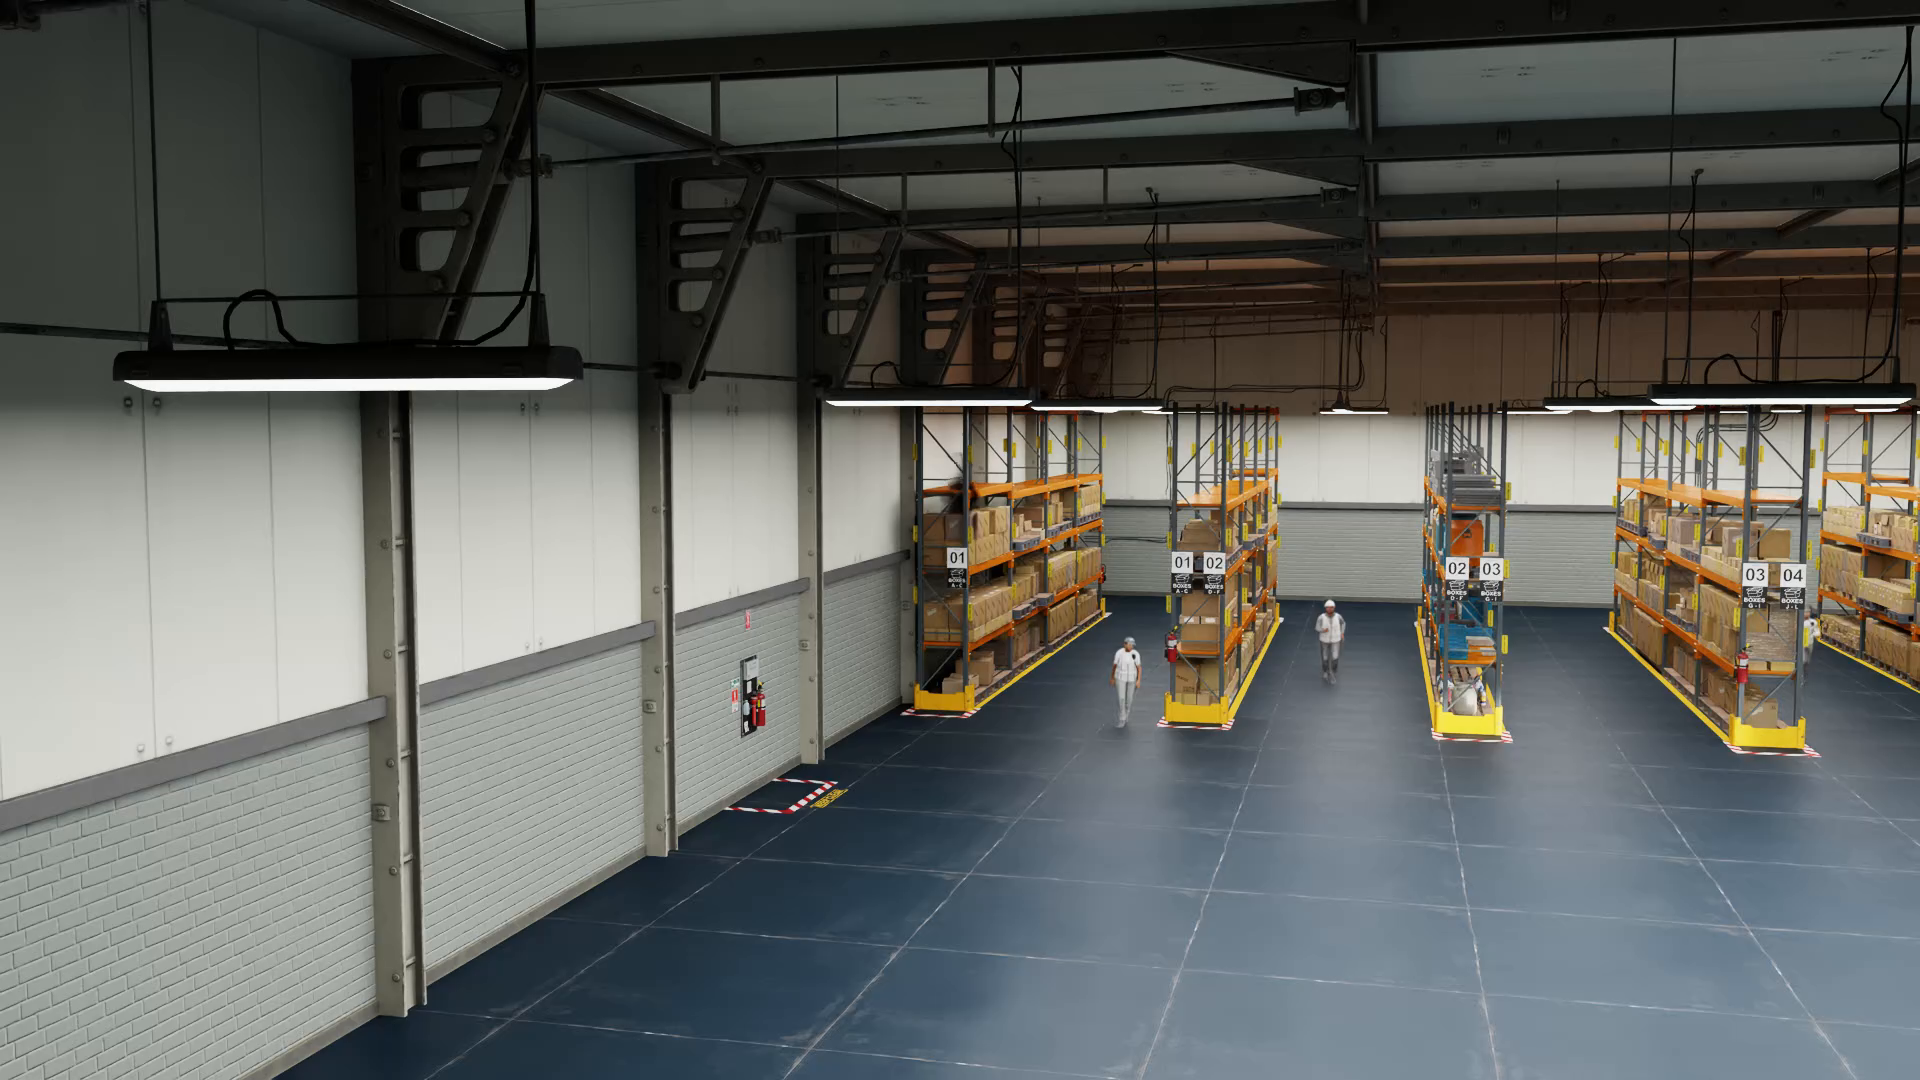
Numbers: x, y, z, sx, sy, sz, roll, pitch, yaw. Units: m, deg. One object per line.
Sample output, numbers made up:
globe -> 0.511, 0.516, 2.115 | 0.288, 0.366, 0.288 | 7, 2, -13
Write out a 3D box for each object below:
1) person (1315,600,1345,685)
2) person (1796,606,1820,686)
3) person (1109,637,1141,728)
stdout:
person -> 7.960, 2.203, 35.754 | 0.637, 1.825, 0.830 | 1, 4, 10
person -> 18.087, 2.259, 35.589 | 0.557, 1.706, 0.685 | 0, 4, 3
person -> 3.100, 2.632, 30.998 | 0.537, 1.672, 0.790 | -1, 4, -10
